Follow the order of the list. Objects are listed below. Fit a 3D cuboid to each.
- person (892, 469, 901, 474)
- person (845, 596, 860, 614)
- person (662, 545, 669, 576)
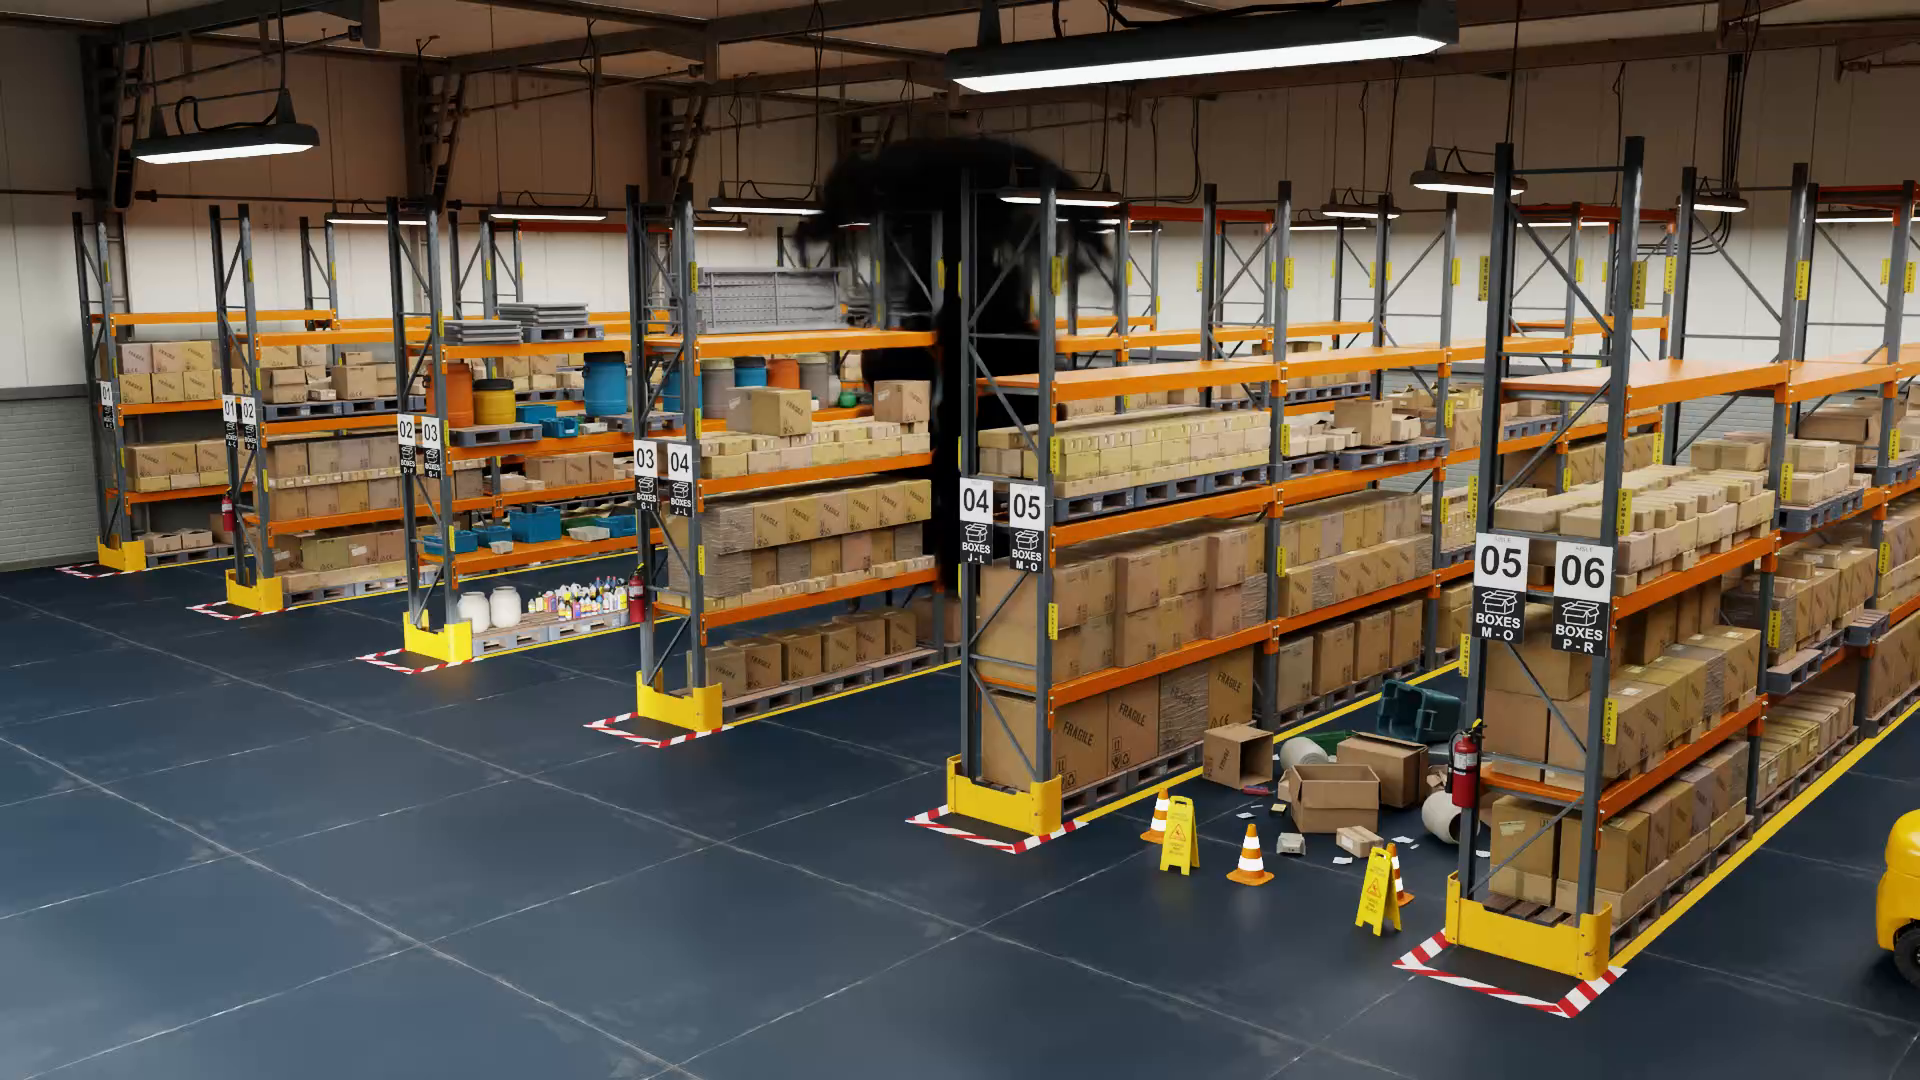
[{"bbox_3d":[-1.381,-1.063,32.393,0.582,1.752,0.798,5,11,26],"label":"person"},{"bbox_3d":[-1.597,0.231,23.249,0.574,1.633,0.528,6,11,30],"label":"person"},{"bbox_3d":[-4.641,-0.276,27.908,0.589,1.688,0.827,7,12,35],"label":"person"}]
